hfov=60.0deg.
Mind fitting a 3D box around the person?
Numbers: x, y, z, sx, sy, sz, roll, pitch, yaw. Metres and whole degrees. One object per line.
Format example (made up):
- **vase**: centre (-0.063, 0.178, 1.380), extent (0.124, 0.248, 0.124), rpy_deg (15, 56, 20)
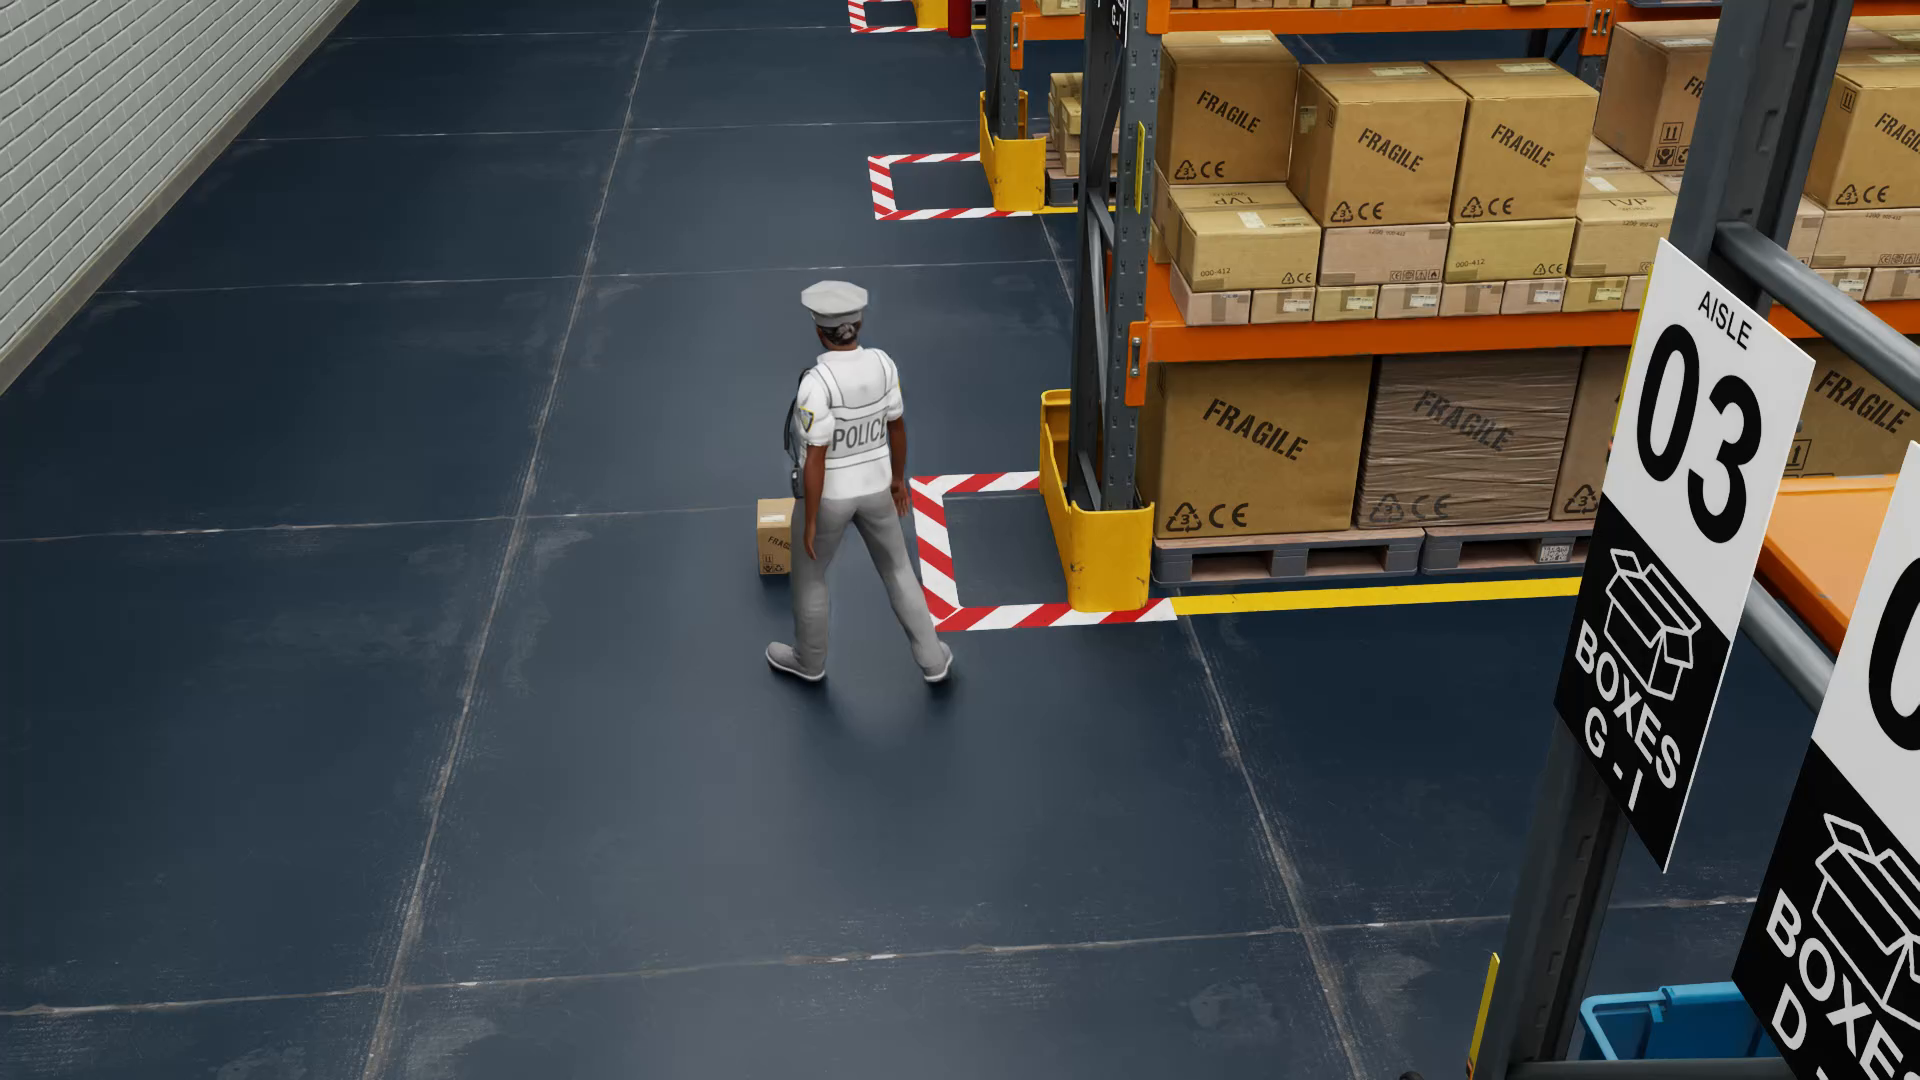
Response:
- **person**: centre (-0.382, -0.171, 6.415), extent (0.621, 1.635, 0.663), rpy_deg (-22, 37, -31)
